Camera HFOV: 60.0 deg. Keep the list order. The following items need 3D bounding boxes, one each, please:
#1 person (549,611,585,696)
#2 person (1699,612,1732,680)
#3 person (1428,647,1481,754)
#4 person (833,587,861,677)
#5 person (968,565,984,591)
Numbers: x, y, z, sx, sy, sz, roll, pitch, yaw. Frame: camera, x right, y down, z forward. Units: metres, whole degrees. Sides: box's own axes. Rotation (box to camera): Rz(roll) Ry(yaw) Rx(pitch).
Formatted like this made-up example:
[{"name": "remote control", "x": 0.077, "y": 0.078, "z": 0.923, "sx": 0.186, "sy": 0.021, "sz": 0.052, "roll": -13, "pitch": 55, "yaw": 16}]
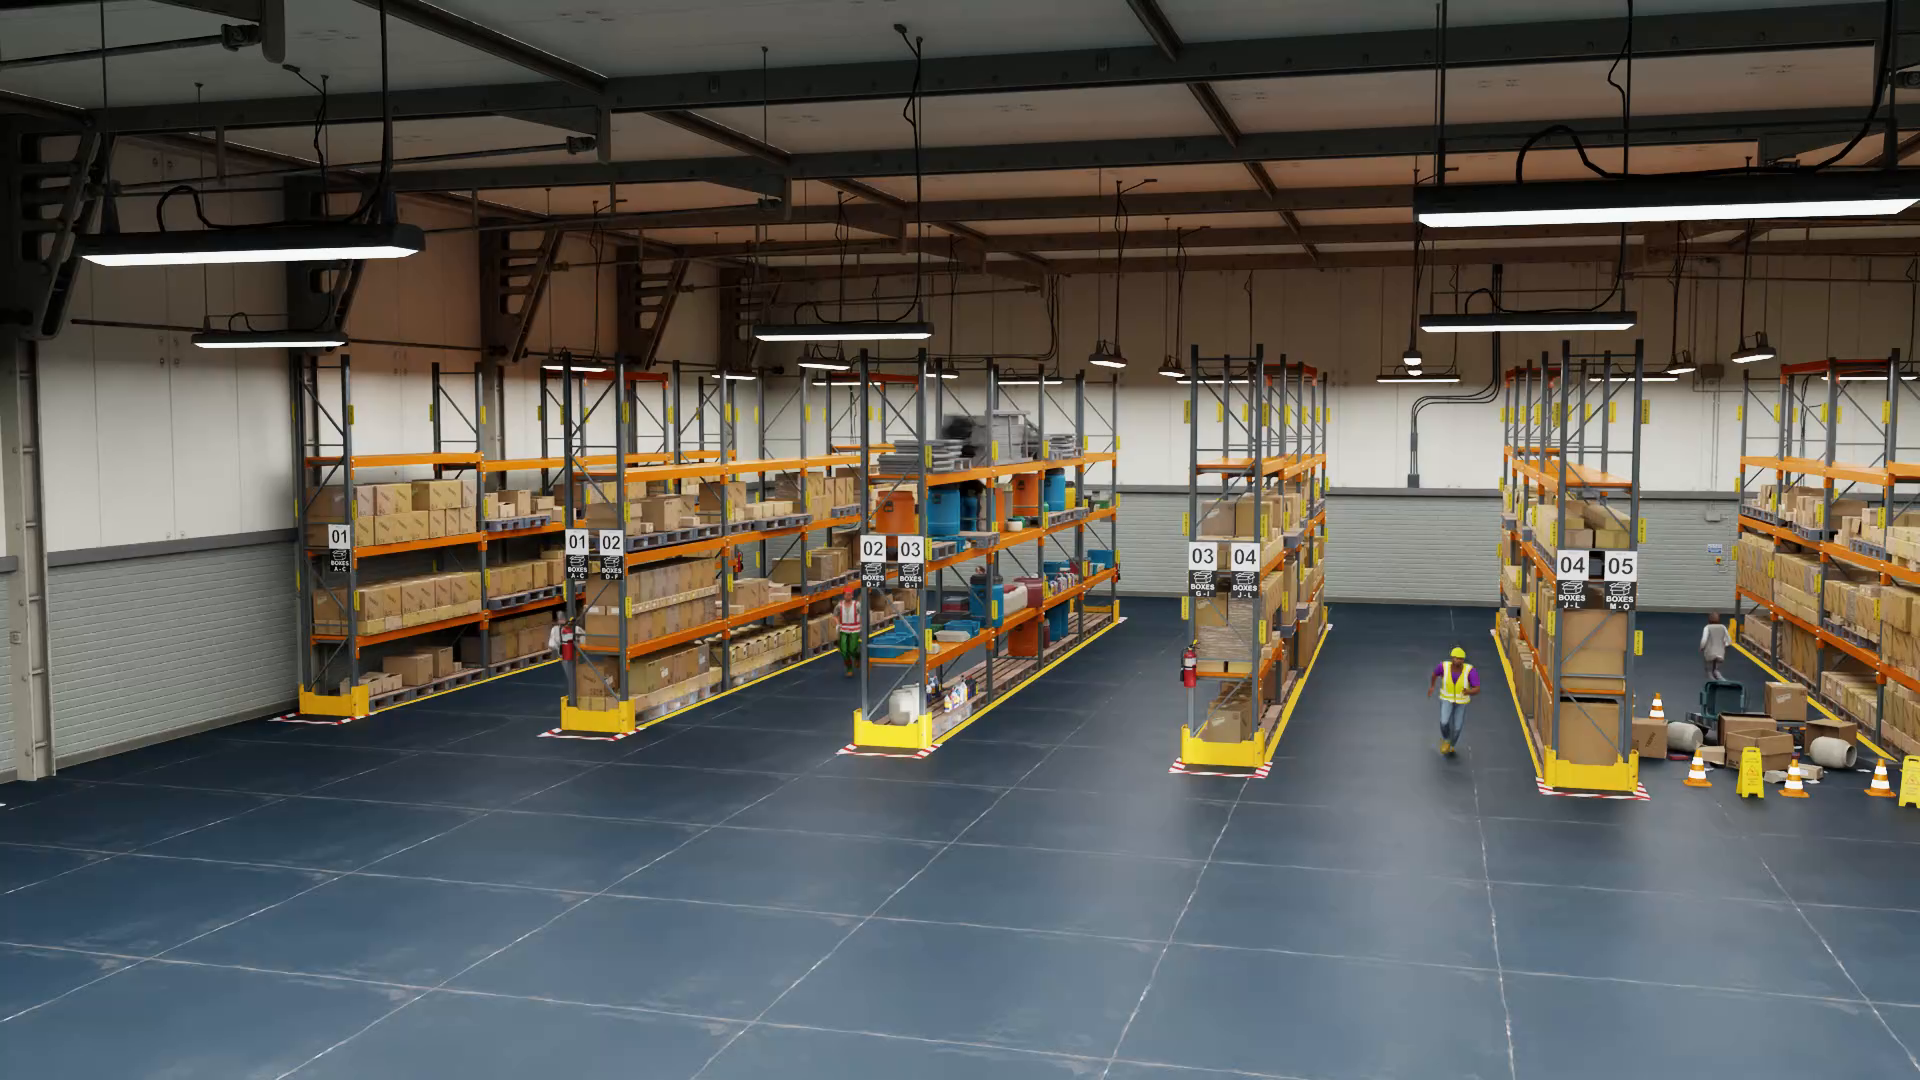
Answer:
[{"name": "person", "x": -6.779, "y": 2.013, "z": 28.756, "sx": 0.529, "sy": 1.639, "sz": 0.936, "roll": 1, "pitch": 4, "yaw": 13}, {"name": "person", "x": 13.368, "y": 2.043, "z": 29.395, "sx": 0.539, "sy": 1.526, "sz": 0.581, "roll": 0, "pitch": 4, "yaw": 2}, {"name": "person", "x": 7.218, "y": 2.349, "z": 24.295, "sx": 0.713, "sy": 1.624, "sz": 0.965, "roll": 1, "pitch": 4, "yaw": 13}, {"name": "person", "x": -2.113, "y": 1.756, "z": 31.824, "sx": 0.658, "sy": 1.728, "sz": 0.612, "roll": 1, "pitch": 4, "yaw": 9}, {"name": "person", "x": 0.469, "y": 1.372, "z": 37.517, "sx": 0.514, "sy": 1.626, "sz": 0.824, "roll": 2, "pitch": 5, "yaw": 21}]
